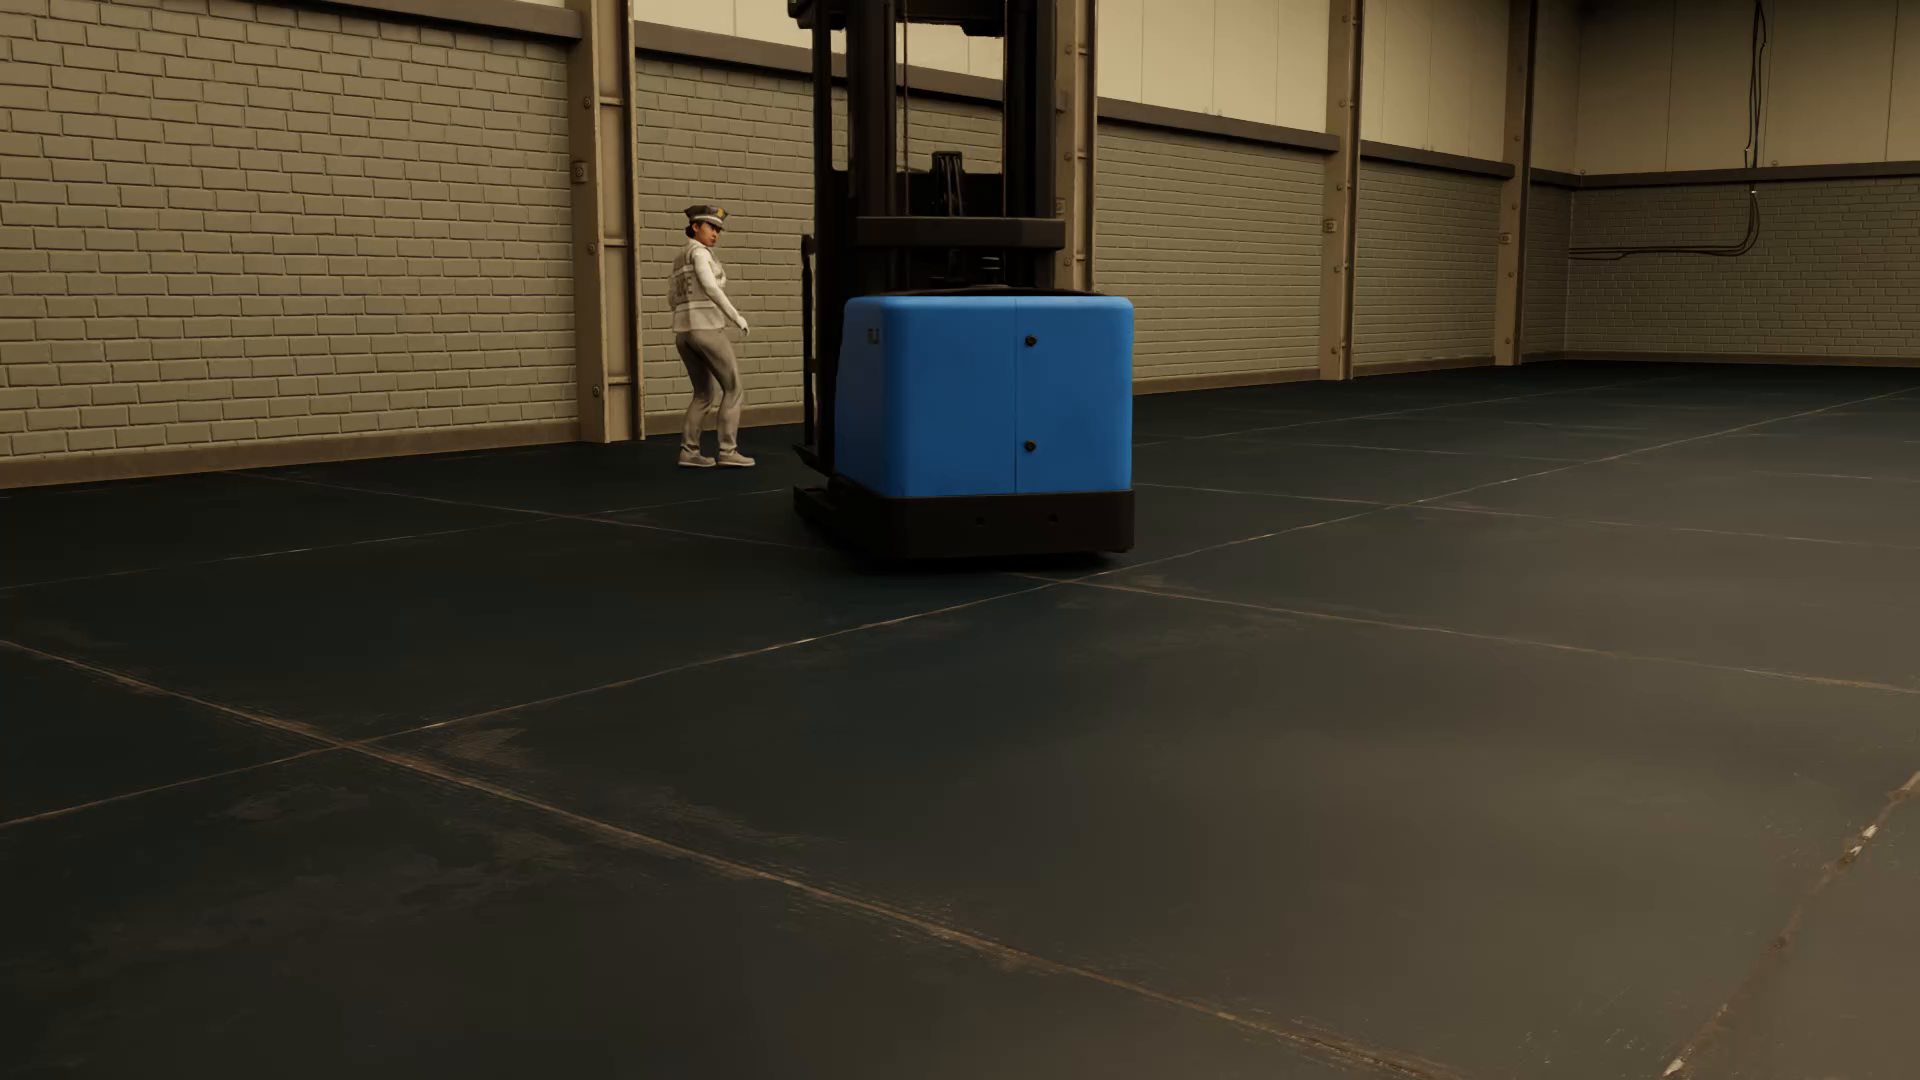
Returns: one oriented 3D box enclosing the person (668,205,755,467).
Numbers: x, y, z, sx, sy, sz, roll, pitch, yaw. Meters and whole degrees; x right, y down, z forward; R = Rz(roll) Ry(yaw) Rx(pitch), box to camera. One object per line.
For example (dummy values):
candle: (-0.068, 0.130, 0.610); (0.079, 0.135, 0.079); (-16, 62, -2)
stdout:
person: (-1.593, -1.275, 10.496); (0.471, 1.644, 0.693); (-7, 11, -40)

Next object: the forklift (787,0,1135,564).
forklift: (-0.182, -1.531, 7.744); (1.130, 2.935, 3.031); (-2, 9, -15)
